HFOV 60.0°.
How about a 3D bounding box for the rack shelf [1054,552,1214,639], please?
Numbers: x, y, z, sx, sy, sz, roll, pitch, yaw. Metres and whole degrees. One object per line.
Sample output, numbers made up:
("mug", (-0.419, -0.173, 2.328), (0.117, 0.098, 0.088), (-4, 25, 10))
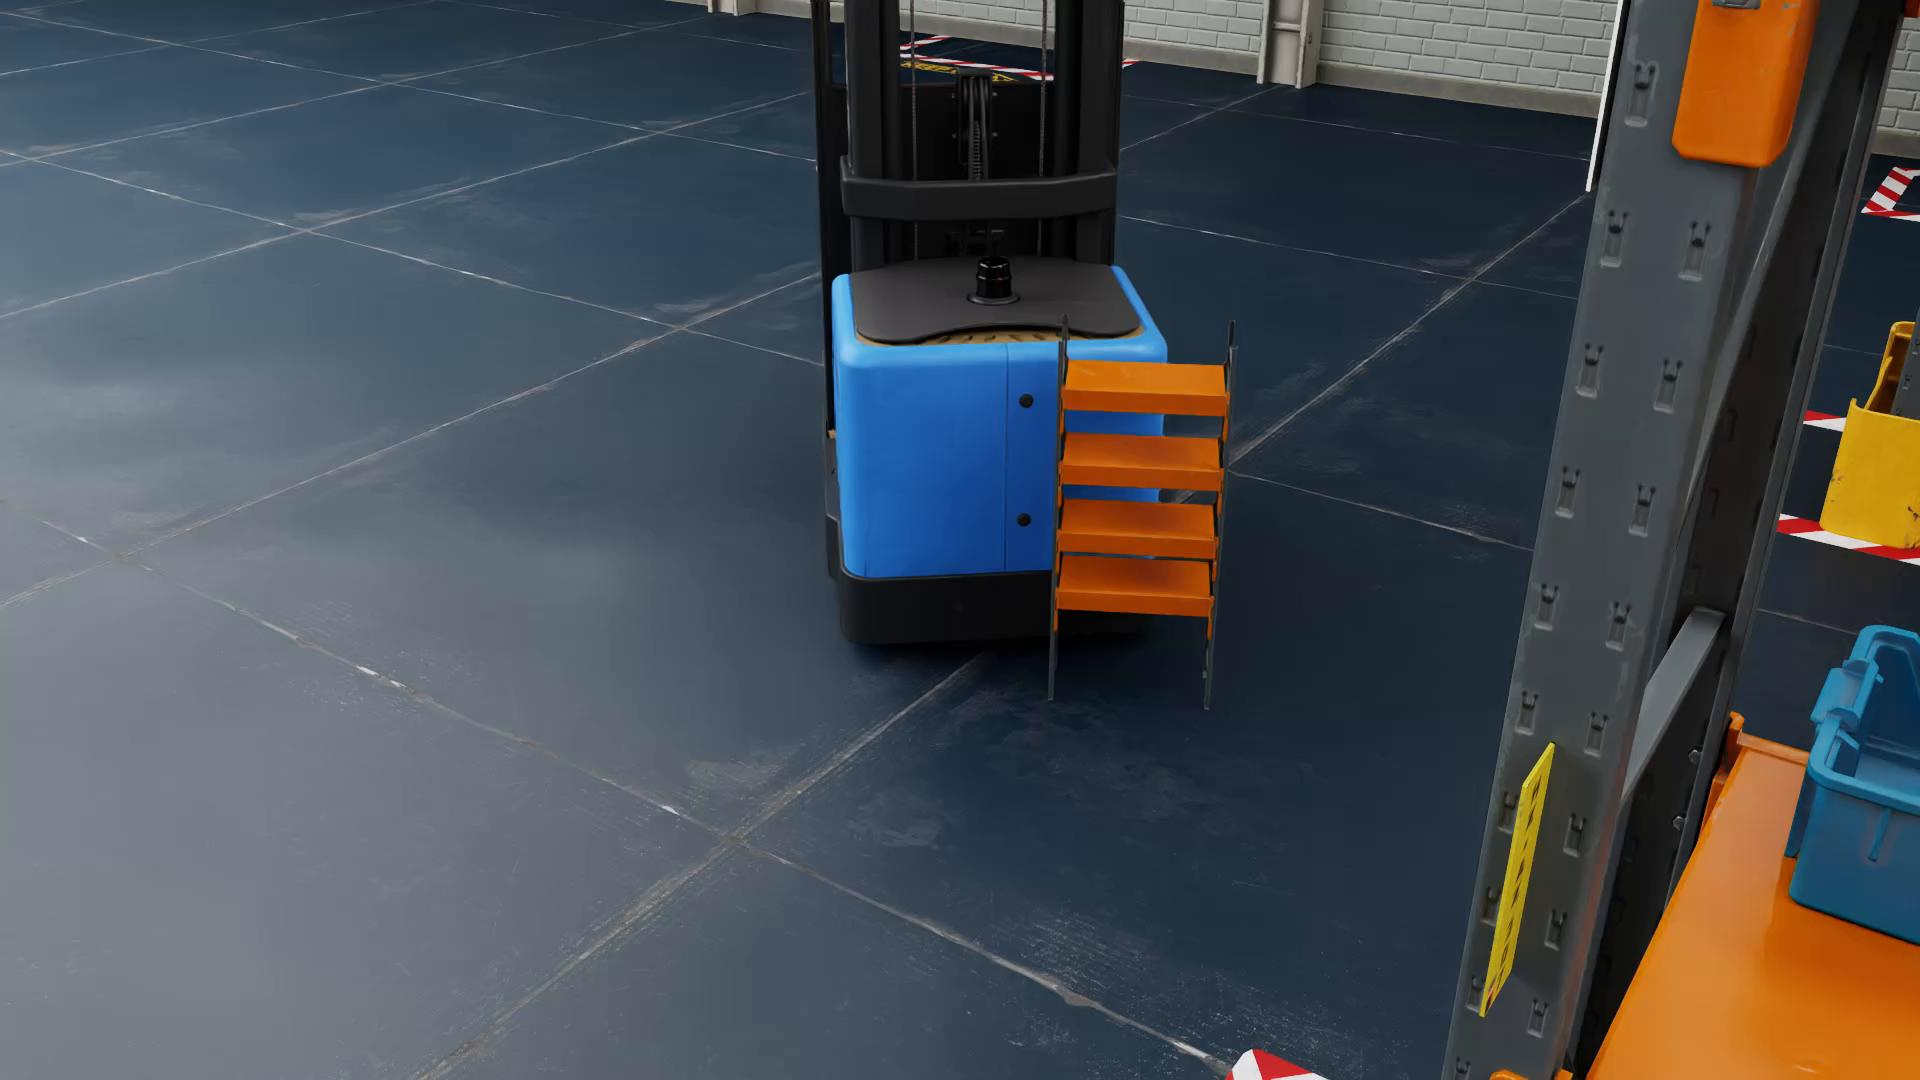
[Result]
("rack shelf", (0.541, 0.169, 5.181), (0.480, 0.148, 0.258), (3, 27, 6))

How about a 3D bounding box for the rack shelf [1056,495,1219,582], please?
("rack shelf", (0.541, -0.008, 5.091), (0.480, 0.148, 0.258), (3, 27, 6))

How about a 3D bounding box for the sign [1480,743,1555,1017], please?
("sign", (0.628, 0.387, 1.877), (0.005, 0.325, 0.100), (17, 32, 30))

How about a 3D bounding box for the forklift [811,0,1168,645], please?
("forklift", (0.004, -1.602, 6.166), (1.130, 2.935, 3.031), (-2, 27, -5))

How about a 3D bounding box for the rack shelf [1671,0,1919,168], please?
("rack shelf", (2.592, -0.197, 0.815), (4.000, 0.370, 1.077), (17, 32, 30))

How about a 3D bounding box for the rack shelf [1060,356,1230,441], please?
("rack shelf", (0.541, -0.418, 4.882), (0.480, 0.148, 0.258), (3, 27, 6))

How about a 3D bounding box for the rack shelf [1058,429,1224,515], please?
("rack shelf", (0.541, -0.207, 4.990), (0.480, 0.148, 0.258), (3, 27, 6))

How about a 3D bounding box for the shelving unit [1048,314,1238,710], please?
("shelving unit", (0.541, -0.068, 5.061), (0.503, 1.200, 0.258), (3, 27, 6))

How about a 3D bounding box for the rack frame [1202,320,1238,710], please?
("rack frame", (0.784, -0.056, 5.037), (0.015, 1.200, 0.240), (3, 27, 6))

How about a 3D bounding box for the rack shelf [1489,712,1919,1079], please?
("rack shelf", (2.592, 1.140, 1.496), (4.000, 0.370, 1.077), (17, 32, 30))

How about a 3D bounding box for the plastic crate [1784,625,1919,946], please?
("plastic crate", (1.525, 0.389, 2.343), (0.616, 0.251, 0.499), (17, 32, 30))

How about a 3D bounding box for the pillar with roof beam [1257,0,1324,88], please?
("pillar with roof beam", (0.236, -6.147, 8.406), (0.400, 9.000, 9.100), (17, 32, 30))

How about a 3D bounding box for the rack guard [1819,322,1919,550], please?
("rack guard", (3.731, -0.437, 6.558), (0.348, 0.500, 1.175), (17, 32, 30))

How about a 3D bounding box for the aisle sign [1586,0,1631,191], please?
("aisle sign", (0.718, -0.762, 1.573), (0.004, 0.787, 0.394), (17, 32, 30))

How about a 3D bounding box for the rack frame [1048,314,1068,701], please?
("rack frame", (0.299, -0.080, 5.085), (0.015, 1.200, 0.240), (3, 27, 6))

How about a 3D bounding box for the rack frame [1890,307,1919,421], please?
("rack frame", (3.751, -1.545, 5.979), (0.127, 3.000, 1.000), (17, 32, 30))

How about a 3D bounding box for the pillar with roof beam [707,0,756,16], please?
("pillar with roof beam", (-4.710, -7.687, 11.434), (0.400, 9.000, 9.100), (17, 32, 30))
